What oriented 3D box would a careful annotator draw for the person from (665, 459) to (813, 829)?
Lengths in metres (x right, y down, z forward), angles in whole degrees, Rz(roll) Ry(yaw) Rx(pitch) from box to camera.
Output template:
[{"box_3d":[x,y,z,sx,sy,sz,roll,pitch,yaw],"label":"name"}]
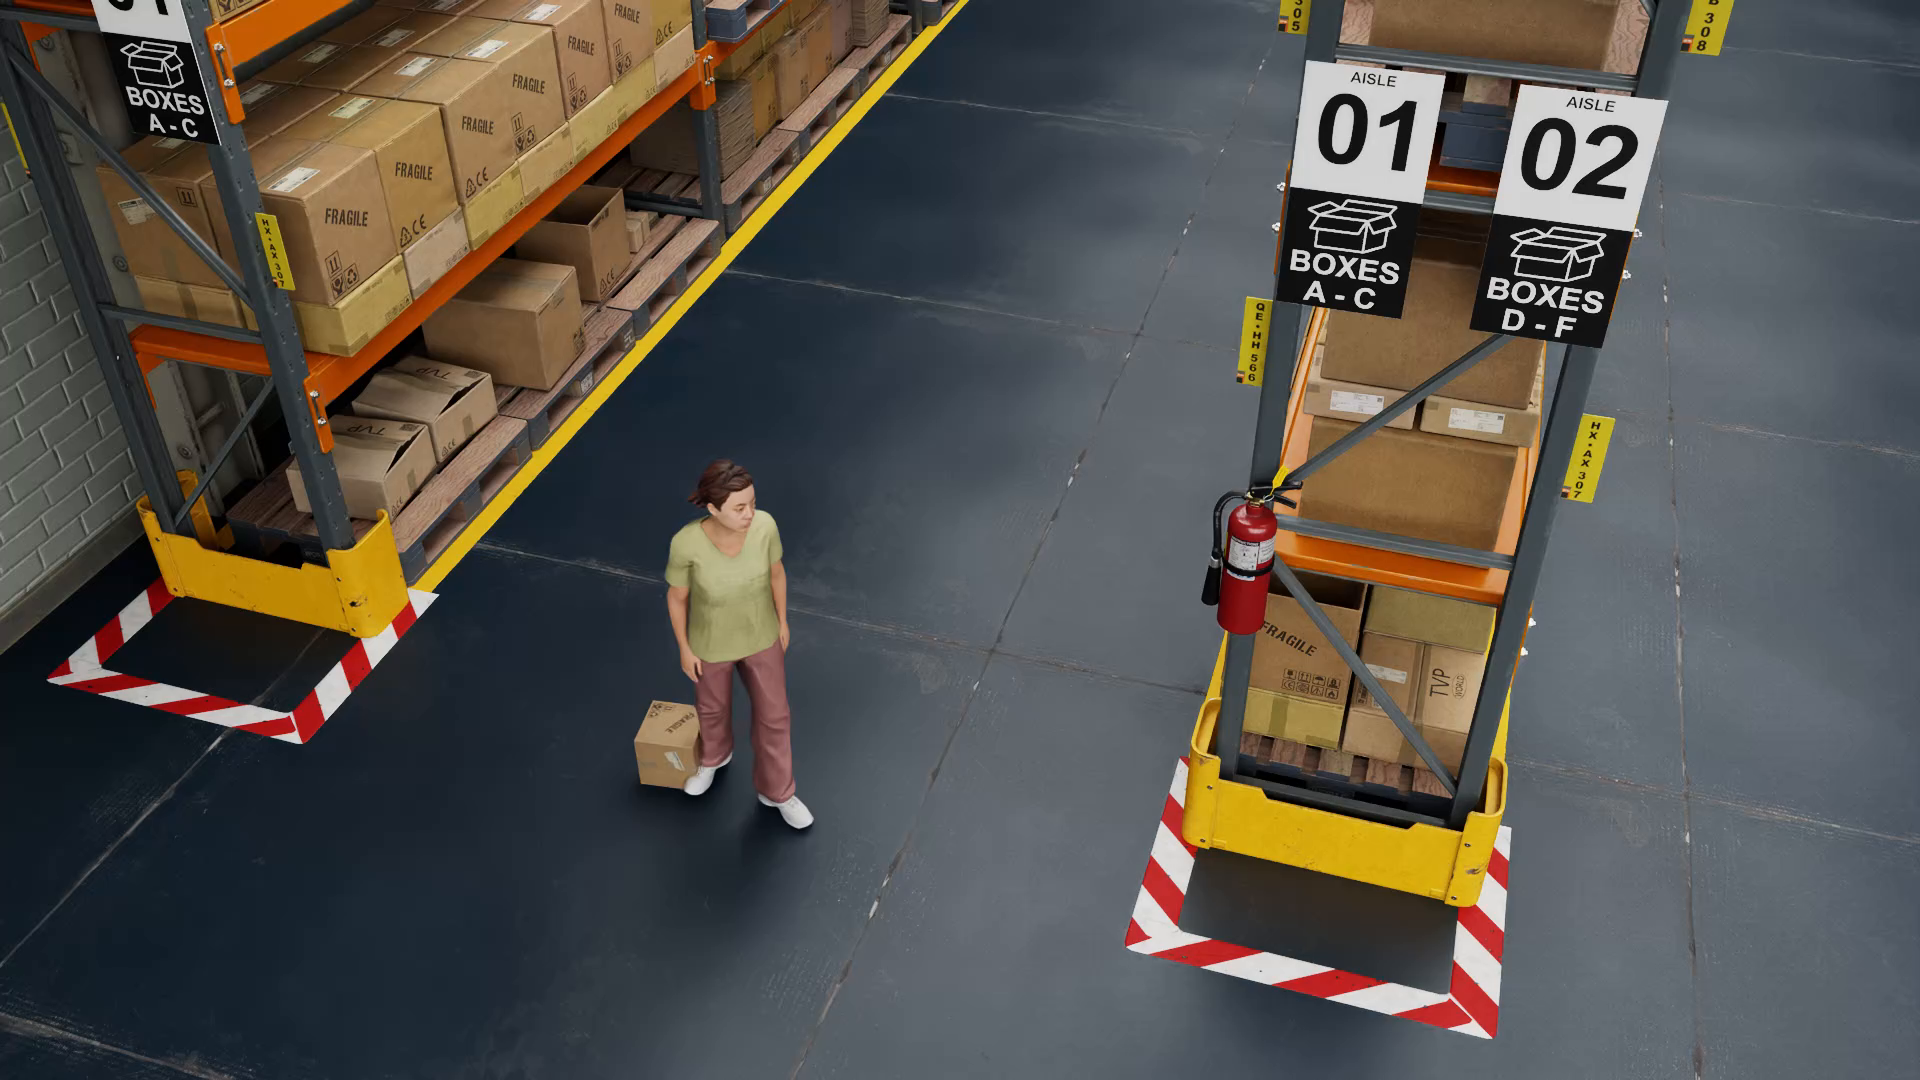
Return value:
[{"box_3d":[-0.878,0.391,6.374,0.493,1.670,0.559,-12,39,-16],"label":"person"}]
